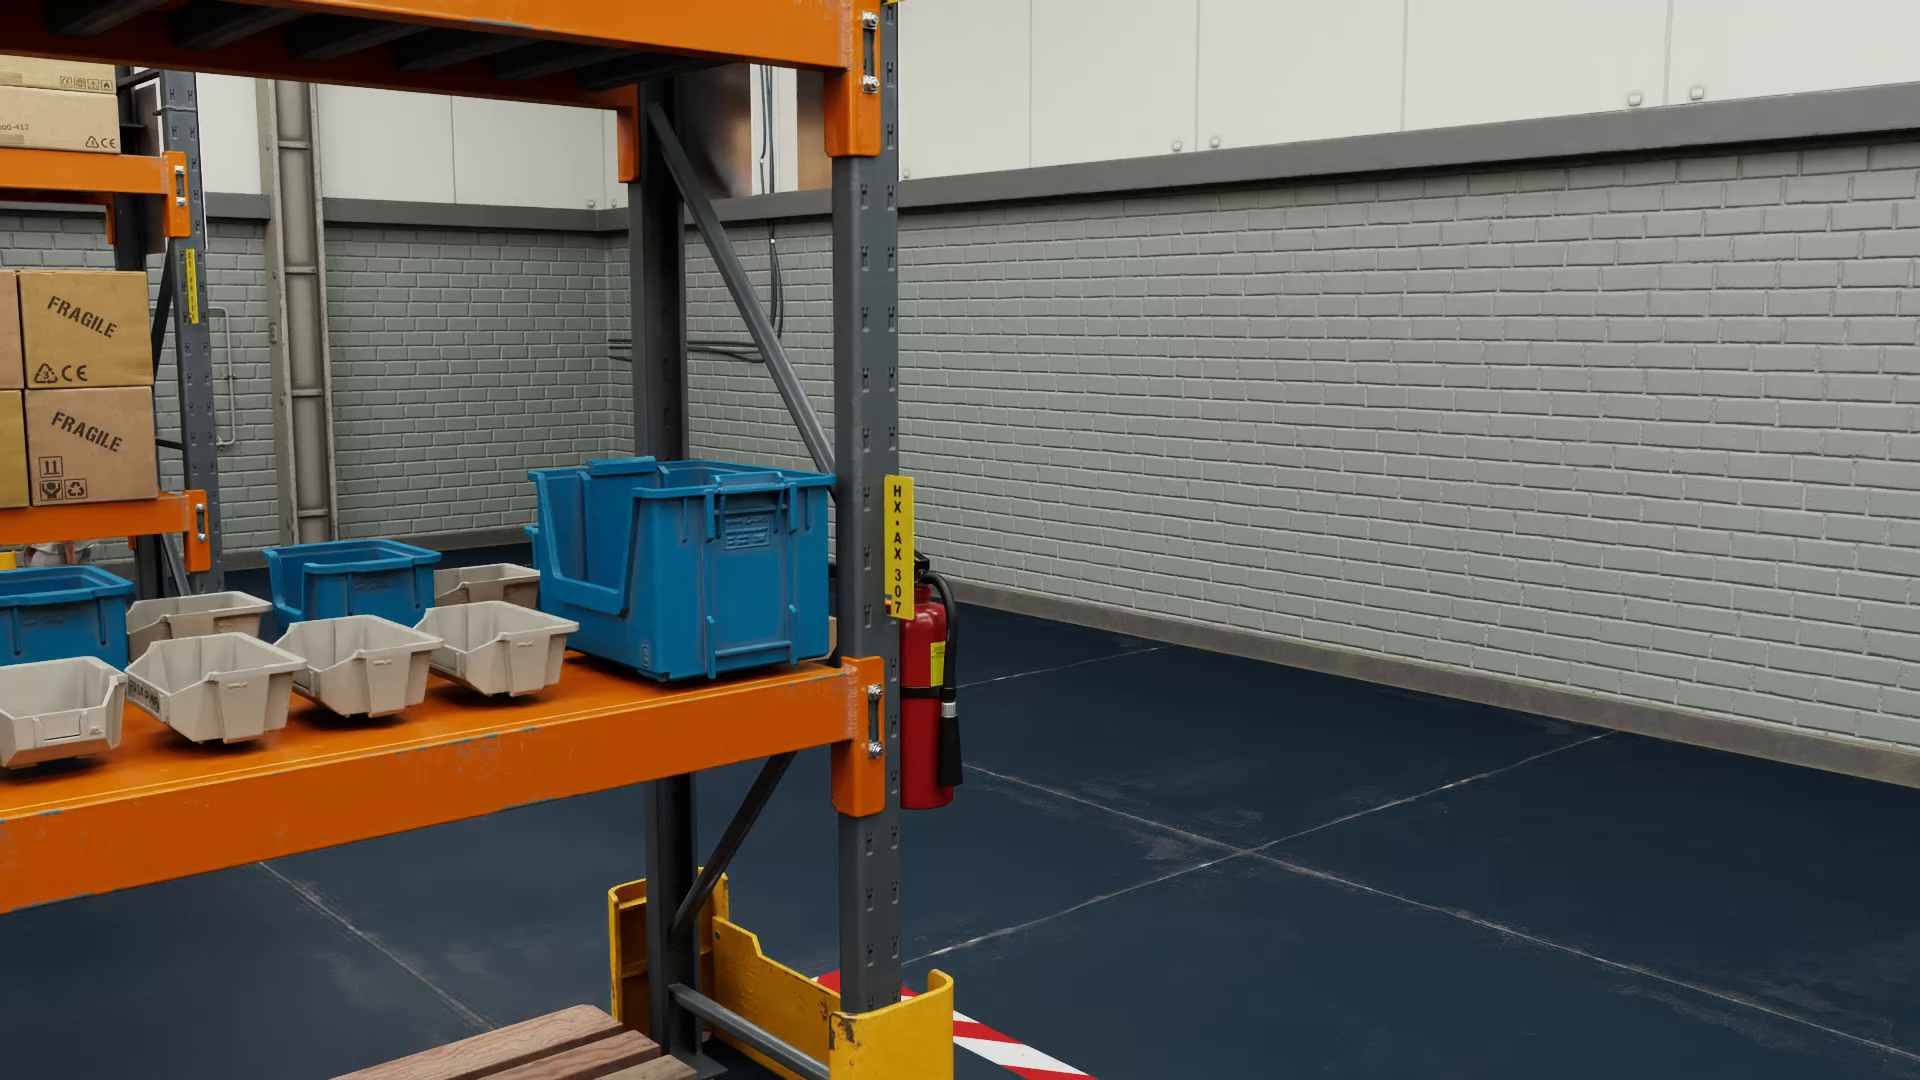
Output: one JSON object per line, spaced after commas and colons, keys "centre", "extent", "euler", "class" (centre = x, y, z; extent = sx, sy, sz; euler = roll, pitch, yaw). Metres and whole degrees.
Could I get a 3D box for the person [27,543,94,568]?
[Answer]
{"centre": [-5.036, 0.133, 9.315], "extent": [0.680, 1.232, 0.435], "euler": [-2, 8, -12], "class": "person"}
